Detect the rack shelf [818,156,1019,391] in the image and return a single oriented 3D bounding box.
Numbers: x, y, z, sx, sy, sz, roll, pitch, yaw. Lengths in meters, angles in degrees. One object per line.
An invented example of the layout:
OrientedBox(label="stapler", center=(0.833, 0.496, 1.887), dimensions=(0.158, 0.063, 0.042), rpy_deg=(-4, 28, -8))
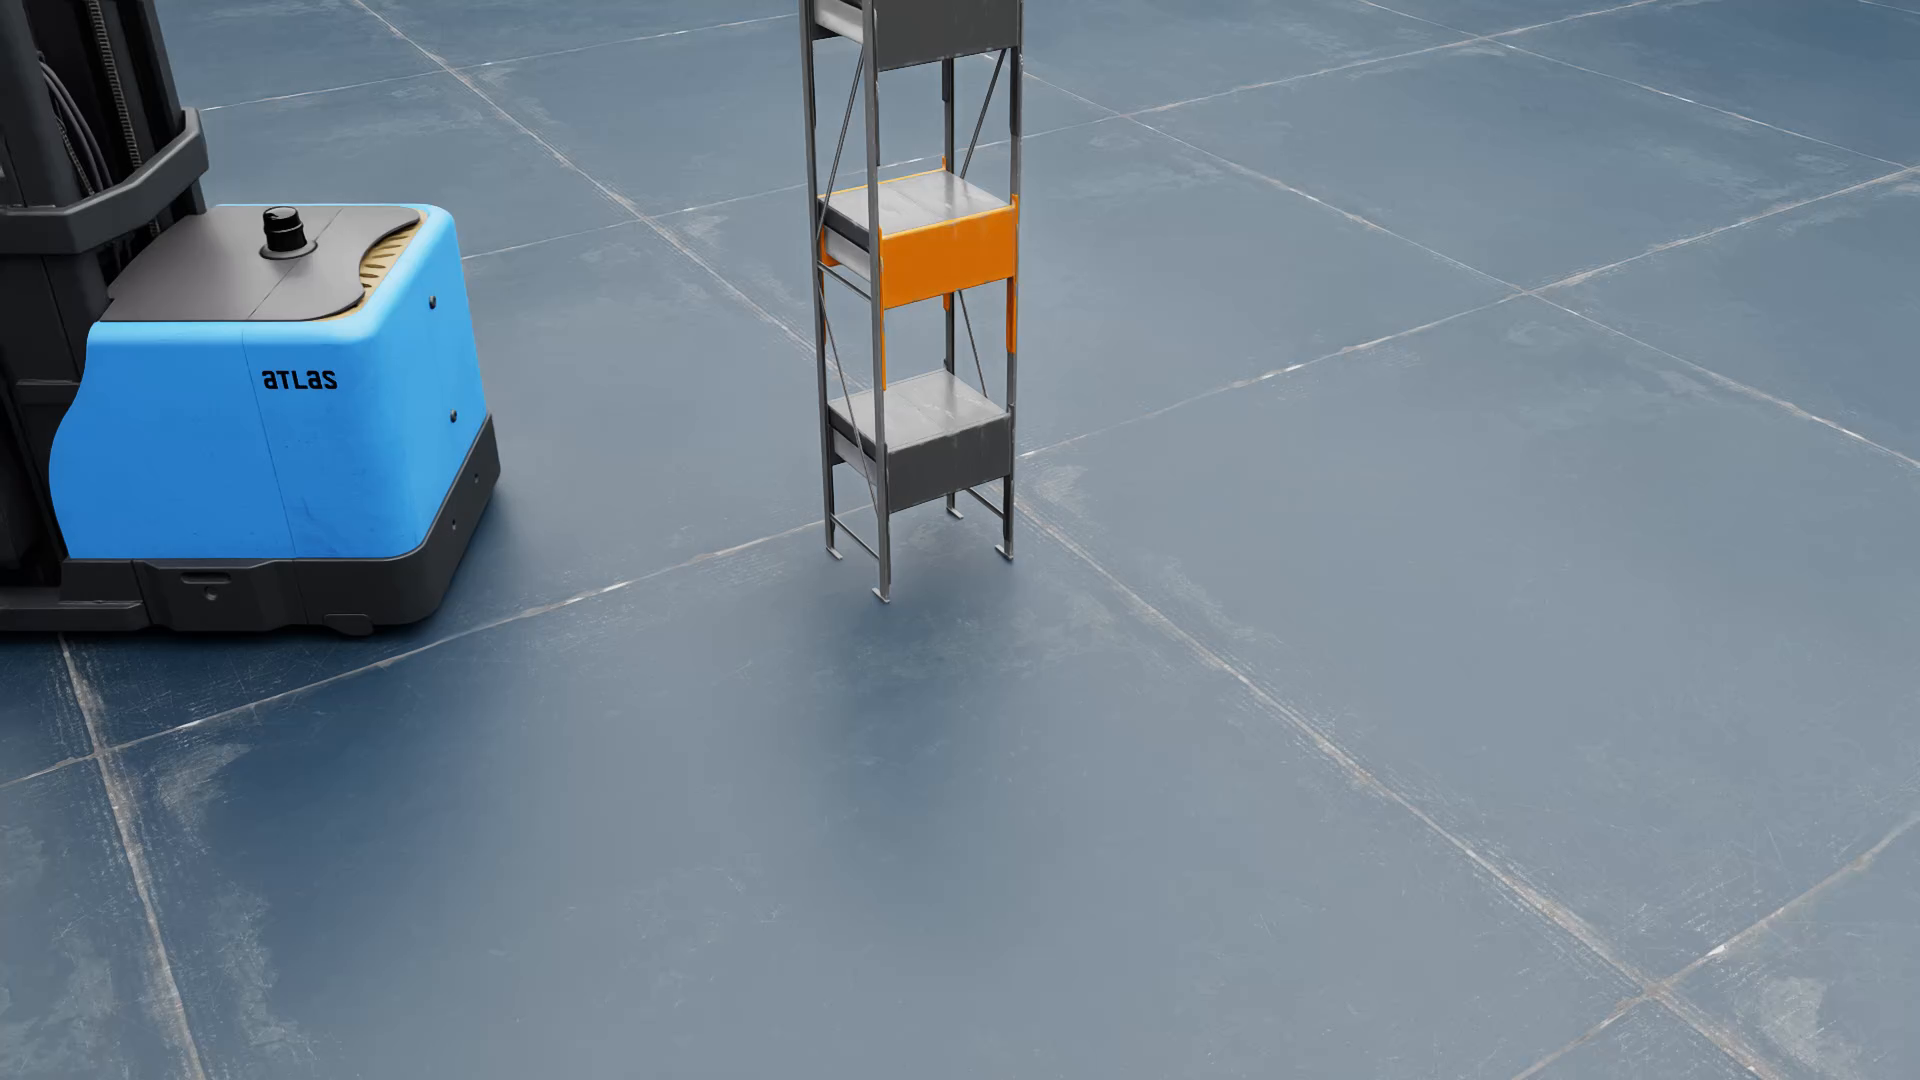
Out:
OrientedBox(label="rack shelf", center=(-0.139, -0.829, 5.121), dimensions=(0.480, 0.518, 0.431), rpy_deg=(-19, 37, -27))

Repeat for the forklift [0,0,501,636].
OrientedBox(label="forklift", center=(-3.171, -1.192, 4.893), dimensions=(3.031, 2.935, 1.130), rpy_deg=(0, 32, 0))

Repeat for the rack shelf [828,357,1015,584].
OrientedBox(label="rack shelf", center=(-0.139, -0.237, 5.495), dimensions=(0.480, 0.518, 0.431), rpy_deg=(-19, 37, -27))

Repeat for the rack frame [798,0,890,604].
OrientedBox(label="rack frame", center=(-0.344, -0.770, 5.002), dimensions=(0.015, 2.100, 0.400), rpy_deg=(-19, 37, -27))

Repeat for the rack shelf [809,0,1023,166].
OrientedBox(label="rack shelf", center=(-0.139, -1.421, 4.748), dimensions=(0.480, 0.518, 0.431), rpy_deg=(-19, 37, -27))

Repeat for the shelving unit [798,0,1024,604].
OrientedBox(label="shelving unit", center=(-0.139, -0.840, 5.114), dimensions=(0.503, 2.100, 0.431), rpy_deg=(-19, 37, -27))

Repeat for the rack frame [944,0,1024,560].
OrientedBox(label="rack frame", center=(0.066, -0.911, 5.226), dimensions=(0.015, 2.100, 0.400), rpy_deg=(-19, 37, -27))
